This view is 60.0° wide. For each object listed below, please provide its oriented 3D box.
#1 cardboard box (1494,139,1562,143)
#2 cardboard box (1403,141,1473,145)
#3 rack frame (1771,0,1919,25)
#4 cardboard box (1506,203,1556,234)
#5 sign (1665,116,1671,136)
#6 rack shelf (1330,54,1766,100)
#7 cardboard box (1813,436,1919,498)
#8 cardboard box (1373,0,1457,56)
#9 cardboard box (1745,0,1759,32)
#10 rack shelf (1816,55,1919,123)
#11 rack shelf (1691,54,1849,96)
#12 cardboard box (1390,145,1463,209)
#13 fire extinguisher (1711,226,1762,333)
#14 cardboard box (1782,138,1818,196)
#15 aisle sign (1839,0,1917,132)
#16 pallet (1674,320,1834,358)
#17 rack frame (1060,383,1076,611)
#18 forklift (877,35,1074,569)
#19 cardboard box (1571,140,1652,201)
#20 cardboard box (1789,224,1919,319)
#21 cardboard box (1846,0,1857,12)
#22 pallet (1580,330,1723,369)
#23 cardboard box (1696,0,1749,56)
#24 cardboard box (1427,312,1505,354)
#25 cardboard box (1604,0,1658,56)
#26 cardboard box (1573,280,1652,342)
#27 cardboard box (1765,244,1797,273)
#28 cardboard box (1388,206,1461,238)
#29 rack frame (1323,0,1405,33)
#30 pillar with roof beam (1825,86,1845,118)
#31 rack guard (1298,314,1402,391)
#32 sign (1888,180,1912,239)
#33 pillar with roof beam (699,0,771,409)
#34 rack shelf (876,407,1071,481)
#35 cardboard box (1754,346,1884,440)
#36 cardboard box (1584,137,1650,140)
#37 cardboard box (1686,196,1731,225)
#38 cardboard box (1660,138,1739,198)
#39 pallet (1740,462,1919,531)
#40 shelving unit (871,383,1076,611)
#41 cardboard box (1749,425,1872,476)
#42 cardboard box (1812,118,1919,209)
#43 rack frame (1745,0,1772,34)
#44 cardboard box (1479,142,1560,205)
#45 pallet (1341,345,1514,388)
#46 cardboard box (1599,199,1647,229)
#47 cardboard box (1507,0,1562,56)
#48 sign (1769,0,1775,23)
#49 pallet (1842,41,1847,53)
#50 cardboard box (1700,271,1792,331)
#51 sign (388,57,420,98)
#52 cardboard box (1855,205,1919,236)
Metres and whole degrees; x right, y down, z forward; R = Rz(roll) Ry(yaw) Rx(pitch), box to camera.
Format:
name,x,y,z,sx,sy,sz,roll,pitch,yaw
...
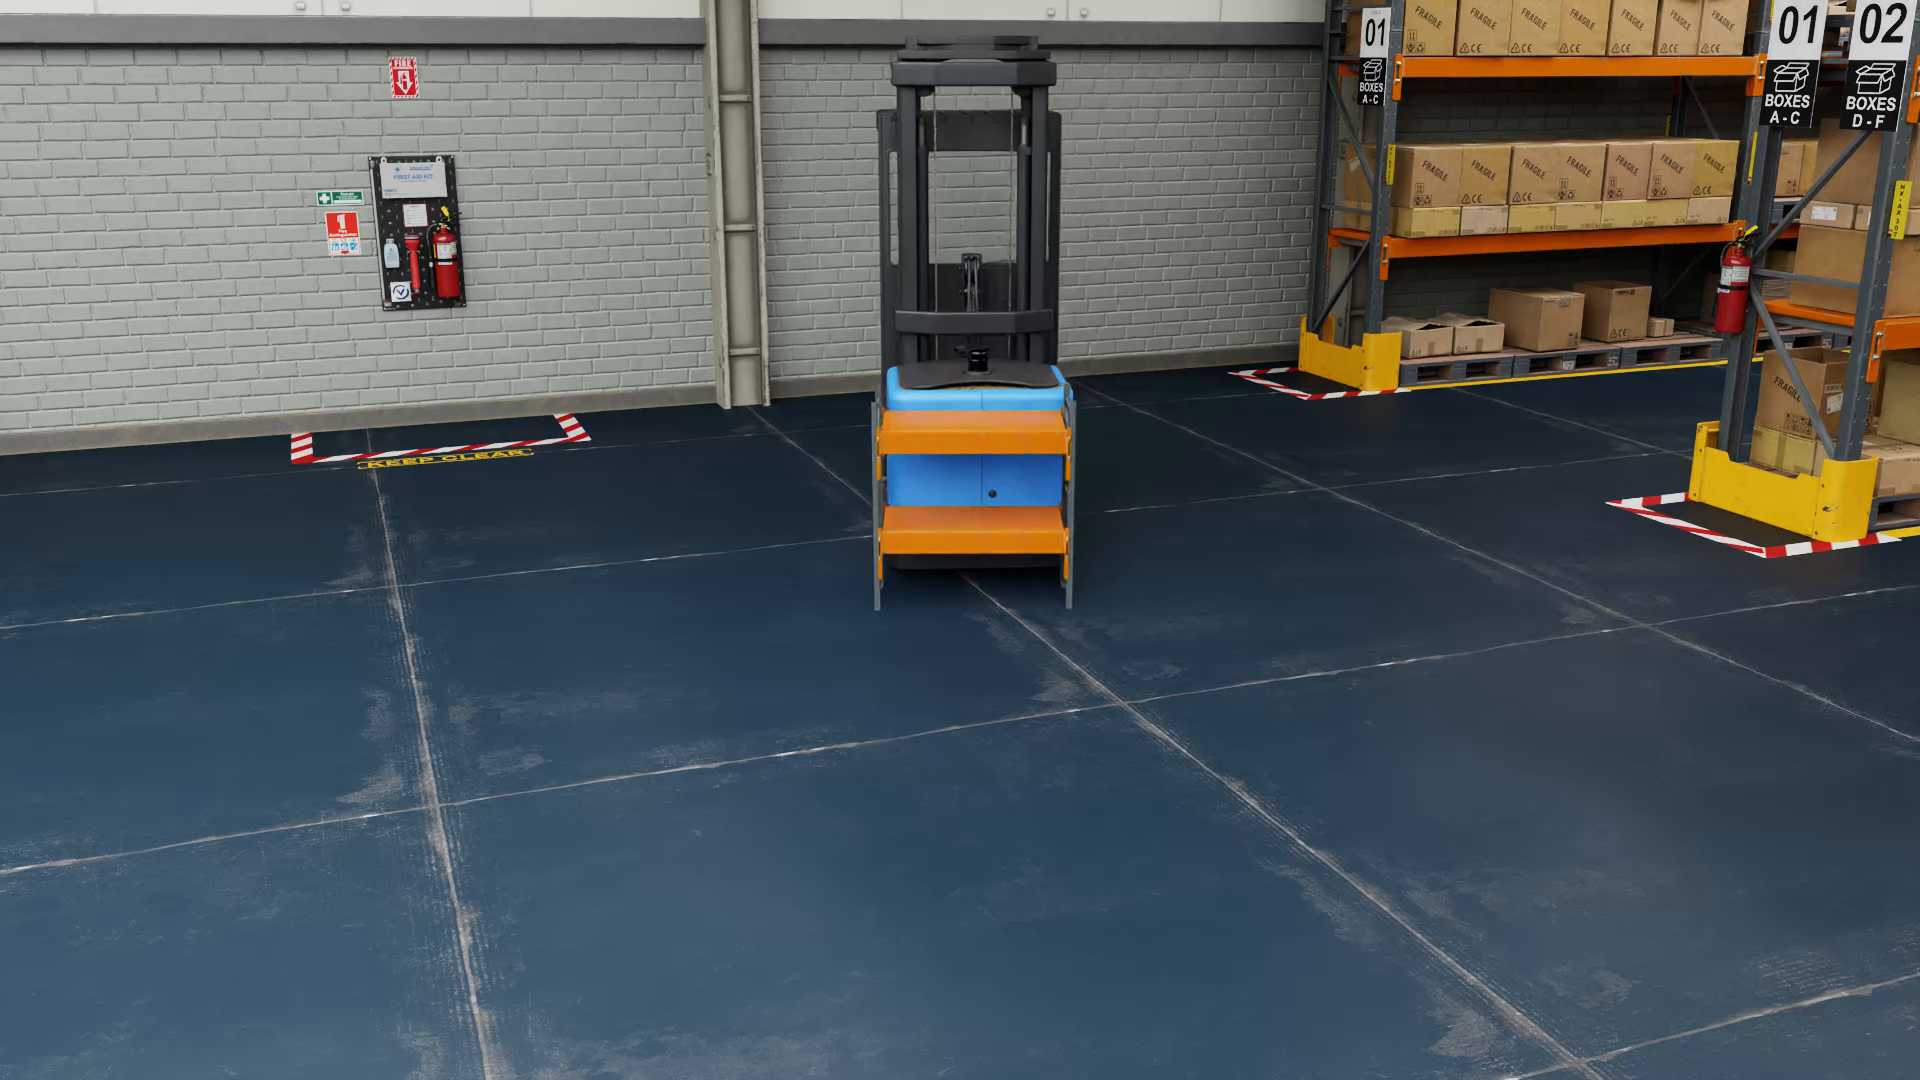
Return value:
name,x,y,z,sx,sy,sz,roll,pitch,yaw
cardboard box,5.223,-3.447,15.412,0.500,0.500,0.500,-6,17,-19
cardboard box,4.271,-3.343,15.058,0.500,0.500,0.500,-6,17,-19
rack frame,5.210,-4.469,9.346,0.127,3.000,1.000,-6,17,-20
cardboard box,4.960,-2.903,14.891,0.500,0.250,0.500,-6,18,-21
sign,6.967,-3.998,16.335,0.005,0.325,0.100,-6,17,-20
rack shelf,5.301,-4.189,14.994,4.000,0.370,1.077,-6,17,-20
cardboard box,5.790,-0.468,10.505,0.500,0.250,0.500,-6,17,-20
cardboard box,3.835,-4.358,14.080,0.500,0.500,0.500,-6,17,-19
cardboard box,7.708,-5.020,15.622,0.500,0.500,0.500,-4,17,-12
rack shelf,7.077,-2.886,10.557,4.000,0.370,1.077,-6,17,-20
rack shelf,9.036,-4.593,16.367,4.000,0.370,1.077,-6,17,-20
cardboard box,3.987,-3.160,14.436,0.500,0.500,0.500,-6,17,-20
fire extinguisher,4.933,-1.664,10.578,0.183,0.674,0.296,-6,17,-20
cardboard box,8.181,-3.653,16.255,0.500,0.500,0.700,-4,17,-14
aisle sign,5.258,-2.751,9.528,0.004,0.787,0.394,-6,17,-20
pallet,7.895,-2.038,16.663,1.213,0.211,1.003,-6,17,-20
rack frame,0.577,-0.236,8.896,0.032,1.125,0.500,0,17,0
forklift,0.045,-1.604,10.360,1.130,2.935,3.031,-1,16,-3
cardboard box,5.900,-3.366,15.135,0.500,0.500,0.500,-7,18,-22
cardboard box,5.650,-1.682,10.326,0.500,0.500,0.700,-6,17,-20
cardboard box,5.748,-3.405,9.869,0.637,0.503,0.797,-5,17,-16
pallet,6.554,-1.882,16.133,1.213,0.211,1.003,-6,17,-20
cardboard box,6.783,-4.678,15.167,0.500,0.500,0.500,-6,17,-19
cardboard box,4.644,-1.918,15.298,0.500,0.311,0.500,-5,17,-15
cardboard box,5.805,-4.564,14.781,0.500,0.500,0.500,-7,18,-22
cardboard box,6.214,-2.194,15.900,0.500,0.500,0.500,-8,18,-24
cardboard box,8.260,-2.792,16.608,0.500,0.250,0.500,-7,18,-21
cardboard box,4.003,-2.797,14.530,0.500,0.250,0.500,-7,18,-22
rack frame,3.434,-5.772,13.783,0.127,3.000,1.000,-6,17,-20
pillar with roof beam,10.921,-5.543,13.002,0.400,9.000,9.100,-6,17,-20
rack guard,3.505,-1.702,15.007,0.348,0.500,1.175,-6,17,-20
sign,5.403,-1.897,9.559,0.005,0.325,0.100,-6,17,-20
pillar with roof beam,-0.285,-4.333,8.882,0.400,9.000,9.100,-6,17,-20
rack shelf,0.069,-0.515,8.808,1.000,0.278,0.538,0,17,0
cardboard box,5.604,-0.965,10.865,0.500,0.500,0.500,-6,17,-20
cardboard box,6.171,-3.551,15.766,0.500,0.500,0.500,-6,17,-20
cardboard box,6.835,-3.107,15.586,0.500,0.250,0.500,-6,17,-20
cardboard box,6.838,-3.465,15.475,0.500,0.500,0.500,-6,17,-20
pallet,5.909,-0.341,10.885,1.213,0.211,1.003,-6,17,-20
shelving unit,0.069,-0.235,8.893,1.048,1.125,0.538,0,17,0
cardboard box,5.605,-0.605,10.969,0.500,0.250,0.500,-6,17,-20
cardboard box,5.700,-2.310,10.162,0.500,0.500,0.700,-6,17,-20
rack frame,7.169,-6.175,15.157,0.127,3.000,1.000,-6,17,-20
cardboard box,4.937,-3.258,14.768,0.500,0.500,0.500,-7,18,-22
pallet,4.276,-1.636,15.295,1.213,0.211,1.003,-6,17,-20
cardboard box,5.903,-3.004,15.236,0.500,0.250,0.500,-6,17,-20
cardboard box,4.833,-4.457,14.414,0.500,0.500,0.500,-5,17,-18
sign,7.370,-4.842,15.023,0.005,0.325,0.100,-6,17,-20
pallet,8.751,-4.786,16.081,1.003,0.211,1.213,-6,17,-20
cardboard box,7.850,-2.387,16.560,0.500,0.500,0.700,-6,17,-18
sign,-4.189,-3.485,12.530,0.199,0.298,0.001,-6,17,-20
cardboard box,5.653,-1.933,10.028,0.250,0.149,0.380,-6,18,-20
